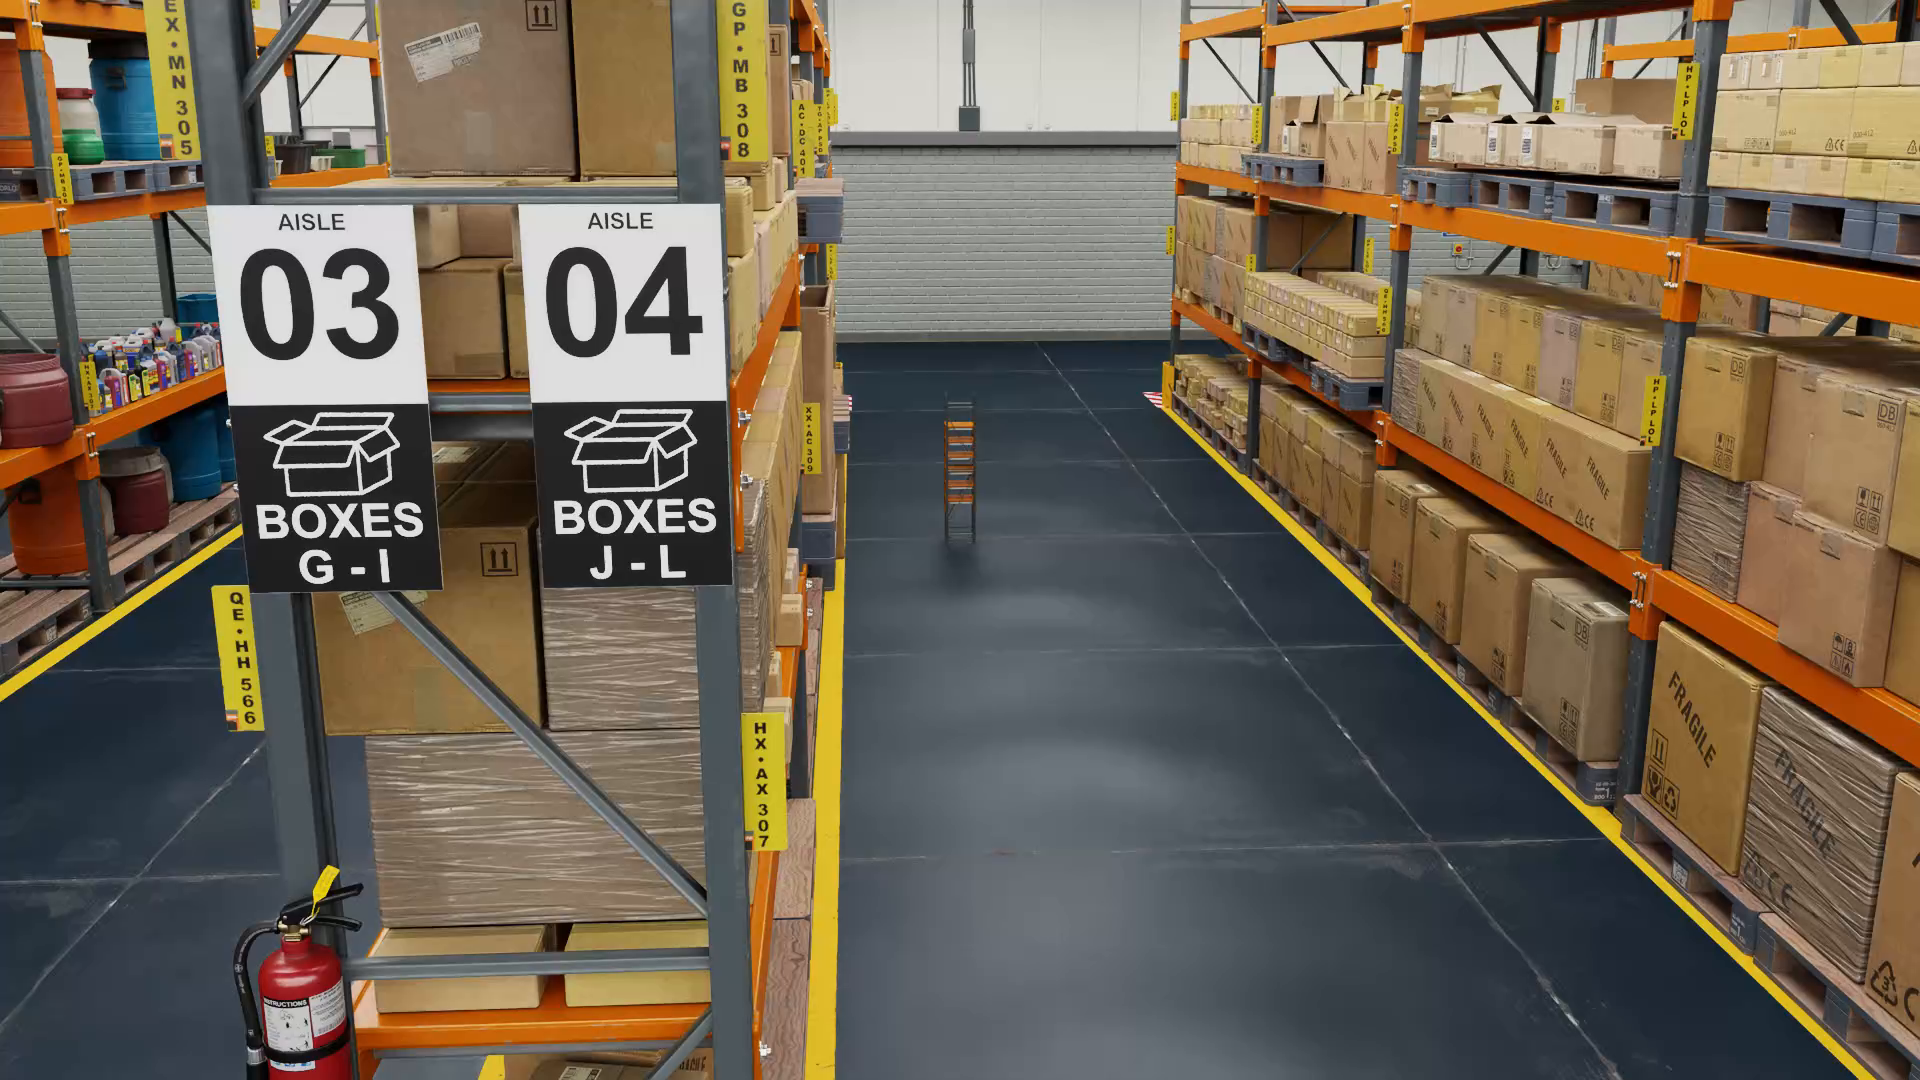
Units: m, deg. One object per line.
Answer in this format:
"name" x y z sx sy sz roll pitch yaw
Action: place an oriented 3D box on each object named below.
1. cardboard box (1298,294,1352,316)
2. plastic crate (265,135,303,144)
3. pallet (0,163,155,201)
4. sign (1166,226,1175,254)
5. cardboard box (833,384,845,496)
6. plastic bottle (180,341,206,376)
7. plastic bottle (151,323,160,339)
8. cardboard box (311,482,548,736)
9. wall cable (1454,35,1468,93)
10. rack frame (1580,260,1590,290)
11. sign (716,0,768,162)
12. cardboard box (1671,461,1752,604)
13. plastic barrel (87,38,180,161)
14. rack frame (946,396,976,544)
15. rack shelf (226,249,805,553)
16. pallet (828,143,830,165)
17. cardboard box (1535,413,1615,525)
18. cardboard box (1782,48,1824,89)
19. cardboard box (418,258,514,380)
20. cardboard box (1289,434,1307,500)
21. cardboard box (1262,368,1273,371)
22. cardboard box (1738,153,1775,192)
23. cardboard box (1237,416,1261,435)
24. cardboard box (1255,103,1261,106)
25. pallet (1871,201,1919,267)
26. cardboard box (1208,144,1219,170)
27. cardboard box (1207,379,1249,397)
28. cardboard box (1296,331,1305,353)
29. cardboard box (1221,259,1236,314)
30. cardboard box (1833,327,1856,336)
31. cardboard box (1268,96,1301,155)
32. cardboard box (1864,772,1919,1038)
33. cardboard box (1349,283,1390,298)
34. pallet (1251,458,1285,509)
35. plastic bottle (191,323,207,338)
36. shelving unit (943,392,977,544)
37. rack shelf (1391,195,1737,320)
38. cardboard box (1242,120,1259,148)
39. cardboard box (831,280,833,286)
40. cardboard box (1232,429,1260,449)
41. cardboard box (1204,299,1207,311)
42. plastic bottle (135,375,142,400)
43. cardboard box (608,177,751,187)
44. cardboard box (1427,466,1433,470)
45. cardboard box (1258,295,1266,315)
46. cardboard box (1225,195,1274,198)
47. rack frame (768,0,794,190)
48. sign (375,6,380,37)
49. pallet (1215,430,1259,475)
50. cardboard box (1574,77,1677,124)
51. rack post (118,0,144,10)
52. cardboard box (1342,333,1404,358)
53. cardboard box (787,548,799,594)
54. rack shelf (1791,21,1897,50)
"cardboard box" 2.918 -1.883 13.291 0.380 0.149 0.250 0 14 -1
"plastic crate" -7.092 -3.976 17.066 0.504 0.338 0.767 -1 14 -3
"pallet" -6.366 -2.501 11.588 1.003 0.211 1.213 -1 14 -3
"sign" 2.446 -3.477 19.282 0.100 0.325 0.005 -1 14 -3
"cardboard box" -1.605 -0.813 14.088 1.225 0.875 0.875 -1 14 -5
"plastic bottle" -6.241 -1.483 13.518 0.152 0.276 0.135 -1 14 -3
"plastic bottle" -7.059 -1.756 14.565 0.061 0.283 0.133 -1 14 -3
"cardboard box" -1.258 0.155 4.100 0.500 0.500 0.500 -1 14 -3
"wall cable" 7.288 -7.483 24.551 0.463 3.000 0.029 -1 14 -3
"rack frame" 7.922 -3.168 19.817 1.000 3.000 0.127 -1 14 -3
"sign" -0.436 -0.920 3.307 0.100 0.325 0.005 -1 14 -3
"cardboard box" 3.766 -0.063 7.449 0.875 0.550 0.550 -1 14 -3
"plastic barrel" -6.406 -3.420 12.930 0.600 0.901 0.708 -1 14 -3
"rack frame" 0.007 -0.555 13.274 0.240 1.200 0.006 -1 14 -3
"rack shelf" -1.102 -0.637 5.406 1.077 0.370 4.000 -1 14 -3
"pallet" -1.834 -3.936 16.962 1.003 0.211 1.213 -1 14 -3
"cardboard box" 3.401 -0.381 8.788 0.500 0.500 0.500 -1 14 -4
"cardboard box" 3.447 -1.828 6.453 0.380 0.149 0.250 -1 14 -4
"cardboard box" -1.261 -0.531 3.853 0.500 0.250 0.500 -1 14 -2
"cardboard box" 3.097 -0.614 14.068 0.500 0.500 0.500 -1 14 -2
"cardboard box" 3.400 -1.792 18.156 0.380 0.149 0.250 0 14 -1
"cardboard box" 3.433 -1.504 6.794 0.380 0.149 0.250 -1 14 -3
"cardboard box" 2.899 -1.111 16.108 0.380 0.149 0.250 -1 14 -2
"cardboard box" 2.943 -3.960 15.375 0.380 0.149 0.250 -2 15 -6
"pallet" 3.844 -0.985 5.493 1.003 0.211 1.213 -1 14 -3
"cardboard box" 2.855 -3.943 17.112 0.500 0.250 0.500 -1 14 -4
"cardboard box" 2.800 -1.590 17.370 0.380 0.149 0.250 -1 14 -5
"cardboard box" 2.920 -1.593 13.358 0.380 0.149 0.250 0 14 -2
"cardboard box" 2.893 -2.509 16.459 0.500 0.500 0.500 -1 14 -5
"cardboard box" 7.983 -1.730 14.532 0.500 0.250 0.500 -1 14 -4
"cardboard box" 3.149 -3.680 14.745 0.700 0.500 0.500 -1 14 -3
"cardboard box" 3.815 1.352 5.671 0.875 0.875 0.875 -1 14 -4
"cardboard box" 3.515 -2.087 14.084 0.380 0.149 0.250 -1 14 -5
"pallet" 3.285 -0.527 15.151 1.003 0.211 1.213 -1 14 -3
"plastic bottle" -6.413 -1.648 14.009 0.144 0.351 0.185 -1 14 -3
"shelving unit" 0.001 -0.577 13.363 0.258 1.200 0.189 -1 14 -3
"rack shelf" 3.607 -1.683 9.473 1.077 0.370 4.000 -1 14 -3
"cardboard box" 2.953 -3.804 15.570 0.500 0.250 0.500 -2 15 -6
"cardboard box" -1.575 -2.587 17.266 0.500 0.250 0.500 -1 14 -3
"cardboard box" 2.871 -0.986 16.218 0.380 0.149 0.250 -1 14 -3
"cardboard box" 2.833 -2.536 17.868 0.380 0.149 0.250 -1 14 -5
"plastic bottle" -6.138 -1.142 12.345 0.097 0.201 0.097 0 14 0
"cardboard box" -0.779 -0.937 4.628 0.380 0.149 0.250 -1 14 -4
"cardboard box" 3.682 -0.608 12.537 0.500 0.250 0.500 -2 15 -6
"cardboard box" 2.835 -2.063 14.590 0.380 0.149 0.250 -1 14 -2
"cardboard box" 3.264 -3.633 18.821 0.500 0.500 0.500 -1 14 -5
"rack frame" -1.225 -2.935 6.876 1.000 3.000 0.127 -1 14 -3
"sign" -6.364 -5.700 18.267 0.100 0.325 0.005 -1 14 -3
"pallet" 3.159 -0.887 16.551 1.003 0.211 1.213 -1 14 -3
"cardboard box" 3.871 -2.401 9.575 0.500 0.500 0.500 -1 14 -3
"rack post" -6.412 -4.105 12.425 0.937 0.300 0.954 1 14 3
"cardboard box" 2.998 -1.418 12.082 0.380 0.149 0.250 -1 14 -2
"cardboard box" -0.919 0.140 7.465 0.380 0.149 0.250 -1 14 -3
"rack shelf" 8.294 -4.039 13.410 1.077 0.370 4.000 -1 14 -3
